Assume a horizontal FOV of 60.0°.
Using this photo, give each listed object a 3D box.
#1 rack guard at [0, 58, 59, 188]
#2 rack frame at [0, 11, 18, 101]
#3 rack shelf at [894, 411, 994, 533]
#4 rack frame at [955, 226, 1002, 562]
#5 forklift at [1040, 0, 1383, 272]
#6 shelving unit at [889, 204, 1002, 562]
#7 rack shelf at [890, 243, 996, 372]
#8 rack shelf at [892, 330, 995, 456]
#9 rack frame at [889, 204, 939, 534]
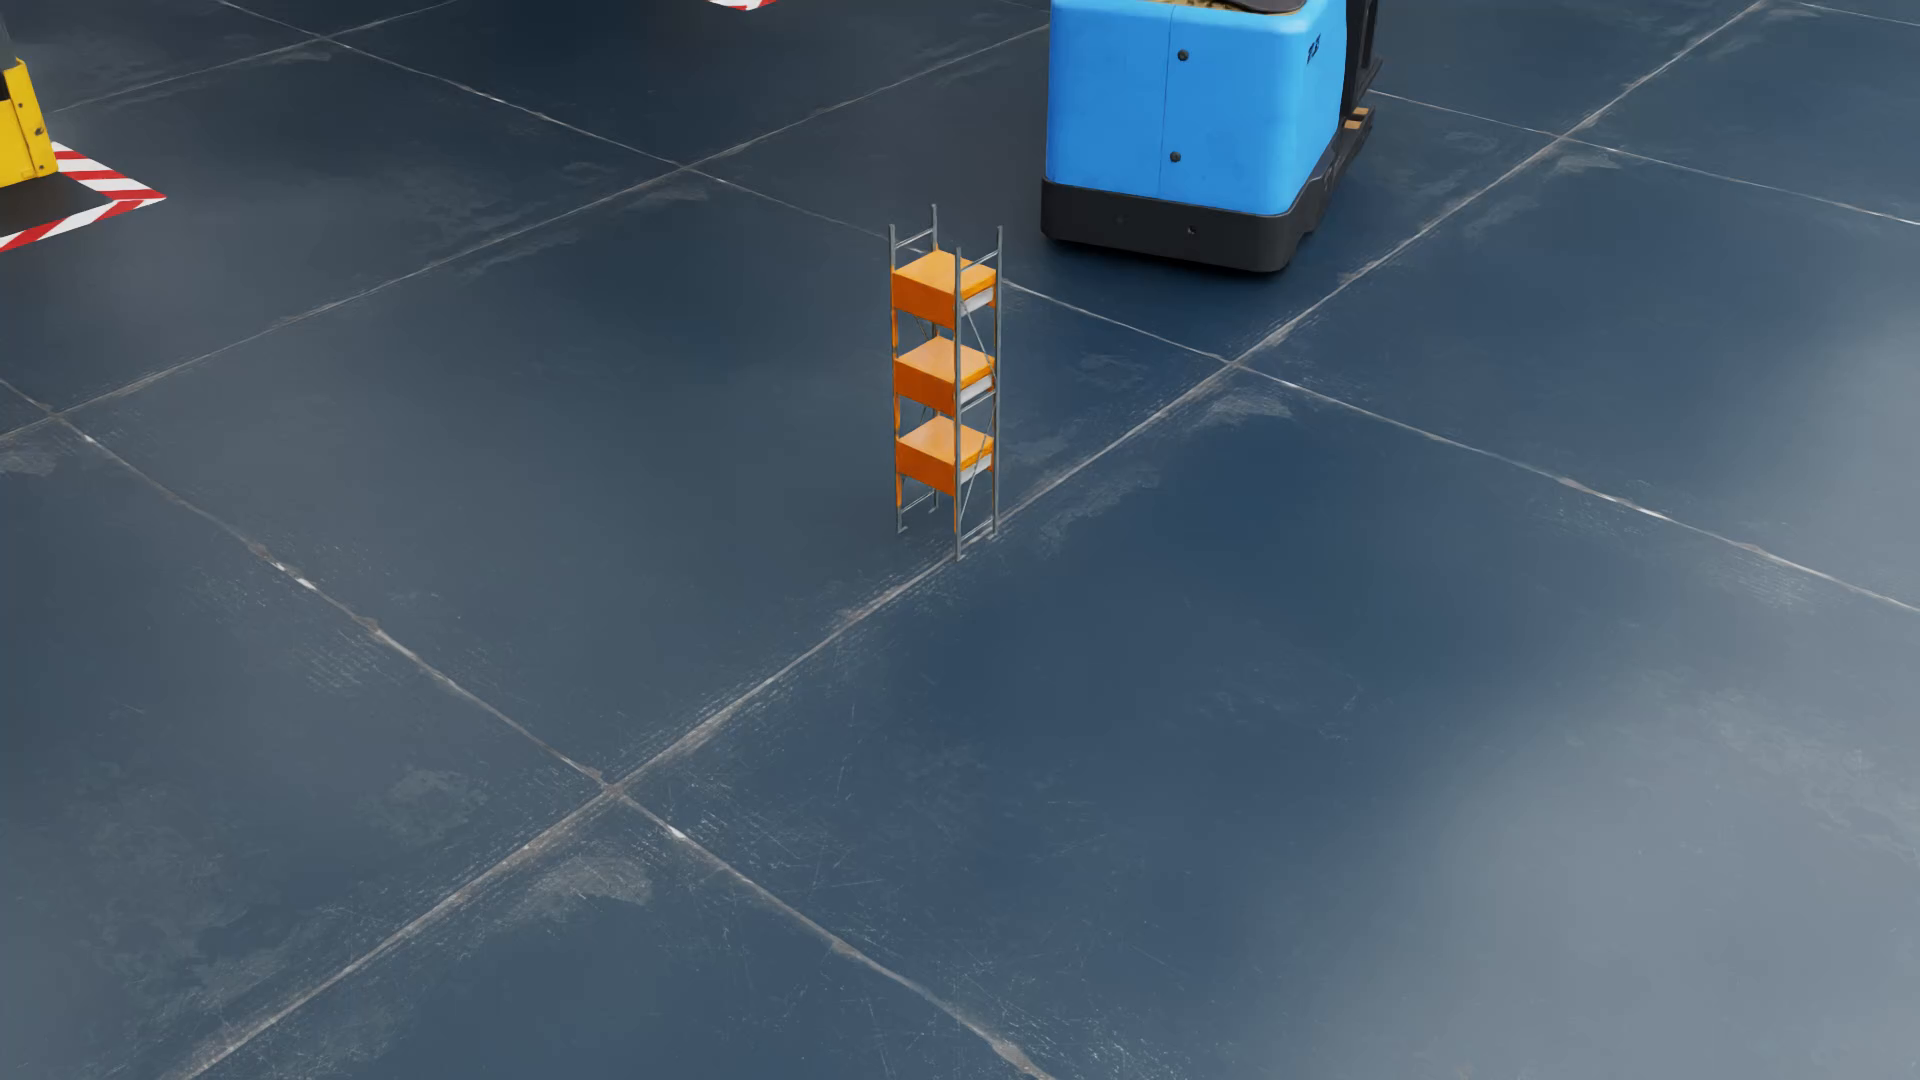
[{"bbox_3d":[-4.691,-1.743,7.347,0.348,0.500,1.175,25,42,32],"label":"rack guard"},{"bbox_3d":[-4.602,-2.766,6.629,0.127,3.000,1.000,25,42,32],"label":"rack frame"},{"bbox_3d":[-0.041,-0.214,5.144,0.240,0.259,0.215,25,42,32],"label":"rack shelf"},{"bbox_3d":[0.053,-0.408,4.917,0.008,1.050,0.200,25,42,32],"label":"rack frame"},{"bbox_3d":[1.363,-3.113,7.194,1.130,2.935,3.031,13,37,18],"label":"forklift"},{"bbox_3d":[-0.041,-0.452,4.981,0.252,1.050,0.215,25,42,32],"label":"shelving unit"},{"bbox_3d":[-0.041,-0.677,4.826,0.240,0.259,0.215,25,42,32],"label":"rack shelf"},{"bbox_3d":[-0.041,-0.443,4.987,0.240,0.259,0.215,25,42,32],"label":"rack shelf"},{"bbox_3d":[-0.135,-0.496,5.045,0.008,1.050,0.200,25,42,32],"label":"rack frame"}]
